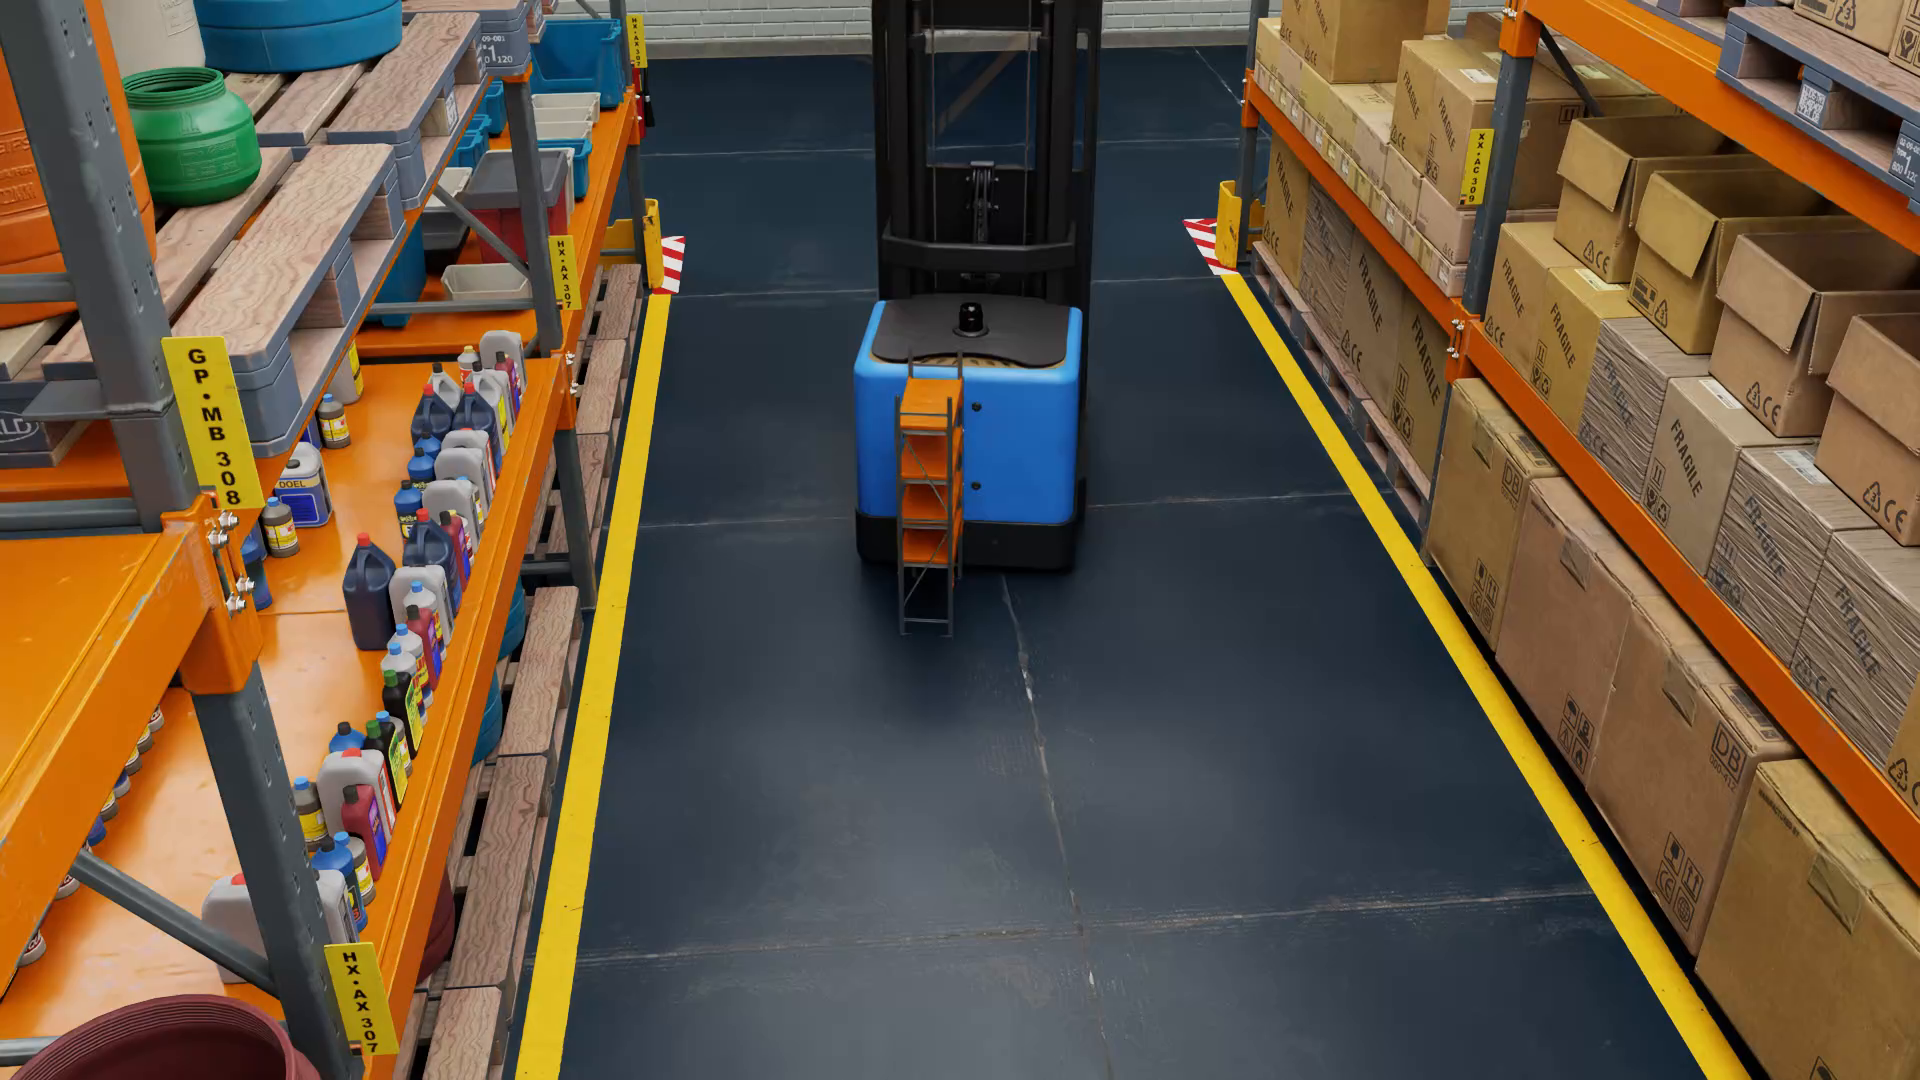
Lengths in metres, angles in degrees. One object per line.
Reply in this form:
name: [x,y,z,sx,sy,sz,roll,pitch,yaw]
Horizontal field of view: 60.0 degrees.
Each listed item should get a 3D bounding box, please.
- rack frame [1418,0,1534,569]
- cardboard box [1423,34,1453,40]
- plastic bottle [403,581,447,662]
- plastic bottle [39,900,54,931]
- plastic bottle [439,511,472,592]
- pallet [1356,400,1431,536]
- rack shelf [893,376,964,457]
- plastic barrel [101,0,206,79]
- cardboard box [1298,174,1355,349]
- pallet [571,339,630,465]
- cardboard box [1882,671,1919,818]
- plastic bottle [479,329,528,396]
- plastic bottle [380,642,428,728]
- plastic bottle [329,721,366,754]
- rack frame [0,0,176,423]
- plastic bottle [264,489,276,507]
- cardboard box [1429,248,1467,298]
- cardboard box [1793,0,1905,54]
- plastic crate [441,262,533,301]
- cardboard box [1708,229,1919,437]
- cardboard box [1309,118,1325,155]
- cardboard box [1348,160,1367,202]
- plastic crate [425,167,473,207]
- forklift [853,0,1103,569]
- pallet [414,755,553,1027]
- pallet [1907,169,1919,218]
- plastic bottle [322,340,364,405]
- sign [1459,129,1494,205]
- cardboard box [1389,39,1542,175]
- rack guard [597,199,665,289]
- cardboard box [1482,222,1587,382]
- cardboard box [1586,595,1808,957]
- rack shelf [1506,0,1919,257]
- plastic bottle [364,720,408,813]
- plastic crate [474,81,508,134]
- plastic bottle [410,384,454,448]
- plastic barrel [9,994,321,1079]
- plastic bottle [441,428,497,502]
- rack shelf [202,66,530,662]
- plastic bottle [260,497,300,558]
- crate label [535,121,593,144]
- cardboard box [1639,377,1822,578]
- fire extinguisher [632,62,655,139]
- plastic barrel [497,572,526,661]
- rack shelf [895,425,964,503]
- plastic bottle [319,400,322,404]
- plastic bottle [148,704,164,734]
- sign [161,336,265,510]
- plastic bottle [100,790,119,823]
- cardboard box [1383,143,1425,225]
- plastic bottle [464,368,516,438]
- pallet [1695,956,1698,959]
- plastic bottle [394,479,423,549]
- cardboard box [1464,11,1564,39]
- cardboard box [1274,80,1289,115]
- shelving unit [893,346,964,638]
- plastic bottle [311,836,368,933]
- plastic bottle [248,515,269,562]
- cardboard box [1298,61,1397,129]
rack frame: [2.742,-1.202,7.337,1.000,3.000,0.127,-3,31,-5]
cardboard box: [2.725,-2.814,9.892,0.500,0.250,0.500,-3,31,-5]
plastic bottle: [-1.625,0.246,5.038,0.097,0.271,0.097,0,31,0]
plastic bottle: [-2.299,0.824,4.060,0.061,0.283,0.133,-3,31,-5]
plastic bottle: [-1.648,0.018,5.408,0.061,0.283,0.133,-3,31,-5]
pallet: [2.749,-0.397,8.709,1.003,0.211,1.213,-3,31,-5]
rack shelf: [-0.131,-0.543,7.223,0.258,0.148,0.480,3,31,4]
plastic barrel: [-2.131,-1.347,4.112,0.433,0.535,0.433,0,31,0]
cardboard box: [2.593,-1.725,9.875,0.875,0.875,0.875,-3,31,-5]
pallet: [-2.413,-0.765,9.326,1.003,0.211,1.213,-3,31,-5]
cardboard box: [2.823,0.557,4.294,0.500,0.500,0.500,-2,31,-3]
plastic bottle: [-1.830,-0.726,6.661,0.152,0.276,0.135,-3,31,-5]
plastic bottle: [-1.595,0.414,4.758,0.097,0.271,0.097,0,31,0]
plastic bottle: [-1.621,0.603,4.442,0.097,0.271,0.097,0,31,0]
rack frame: [-1.815,-1.498,1.983,1.000,3.000,0.127,-3,31,-5]
plastic bottle: [-2.439,-0.184,5.754,0.152,0.276,0.135,-3,31,-5]
cardboard box: [2.388,-1.234,7.636,0.380,0.149,0.250,-3,31,-4]
cardboard box: [2.904,-1.714,4.759,0.797,0.503,0.637,-3,31,-5]
plastic crate: [-2.090,-1.122,7.401,0.396,0.136,0.243,-3,31,-5]
cardboard box: [2.936,-0.682,5.391,0.797,0.503,0.637,-2,31,-3]
cardboard box: [2.196,-2.283,9.392,0.380,0.149,0.250,-3,31,-5]
cardboard box: [2.267,-1.890,8.734,0.380,0.149,0.250,-3,31,-5]
plastic crate: [-2.651,-1.752,8.456,0.293,0.136,0.466,-3,31,-5]
forklift: [0.148,-1.853,8.494,1.130,2.935,3.031,3,31,4]
pallet: [-2.041,1.253,5.947,1.003,0.211,1.213,-3,31,-5]
pallet: [3.003,-0.693,3.743,1.213,0.211,1.003,-1,31,-2]
plastic bottle: [-2.475,-0.728,6.591,0.144,0.351,0.185,-3,31,-5]
sign: [2.190,-1.580,7.049,0.100,0.325,0.005,-3,31,-5]
cardboard box: [2.390,-2.065,7.907,0.500,0.500,0.500,-2,31,-4]
rack guard: [-2.578,-1.945,11.019,1.175,0.500,0.348,-3,31,-5]
cardboard box: [2.536,-0.998,6.898,0.500,0.500,0.500,-3,31,-4]
cardboard box: [2.997,0.763,5.709,1.225,0.875,0.875,-3,31,-4]
rack shelf: [2.929,-1.160,5.043,1.077,0.370,4.000,-3,31,-5]
plastic bottle: [-1.544,0.584,4.460,0.061,0.283,0.133,-3,31,-5]
plastic crate: [-2.806,-2.483,9.586,0.416,0.233,0.300,-3,31,-5]
plastic bottle: [-1.904,-0.389,6.024,0.144,0.351,0.185,-3,31,-5]
plastic barrel: [-1.470,1.242,3.114,0.600,0.536,0.708,-3,31,-5]
plastic bottle: [-1.749,-0.282,5.917,0.152,0.276,0.135,-3,31,-5]
rack shelf: [-2.002,-0.923,4.646,1.077,0.370,4.000,-3,31,-5]
plastic bottle: [-2.294,-0.049,5.601,0.097,0.201,0.097,0,31,0]
crate label: [-2.243,-2.222,9.244,0.396,0.136,0.243,-3,31,-5]
cardboard box: [2.684,-0.222,5.600,0.500,0.500,0.500,-2,31,-4]
fire extinguisher: [-2.124,-2.912,10.640,0.296,0.674,0.183,-3,31,-5]
plastic barrel: [-2.155,0.034,6.904,0.600,0.901,0.708,-3,31,-5]
rack shelf: [-0.131,-0.340,7.345,0.258,0.148,0.480,3,31,4]
plastic bottle: [-2.567,-0.639,6.508,0.061,0.283,0.133,-3,31,-5]
plastic bottle: [-2.356,0.451,4.763,0.097,0.201,0.097,0,31,0]
sign: [-1.268,-0.195,2.829,0.100,0.325,0.005,-3,31,-5]
plastic bottle: [-2.319,0.650,4.430,0.097,0.201,0.097,0,31,0]
cardboard box: [2.389,-1.742,8.098,0.500,0.250,0.500,-2,31,-3]
plastic bottle: [-1.796,-0.539,6.348,0.152,0.276,0.135,-3,31,-5]
pallet: [3.117,1.631,5.313,1.003,0.211,1.213,-3,31,-5]
plastic bottle: [-1.837,-0.077,5.579,0.097,0.271,0.097,0,31,0]
cardboard box: [2.861,-2.361,8.403,0.500,0.500,0.500,-4,31,-6]
cardboard box: [2.123,-2.678,10.053,0.380,0.149,0.250,-3,31,-6]
shelving unit: [-0.131,-0.206,7.425,0.258,1.200,0.503,3,31,4]
plastic bottle: [-1.517,0.836,4.051,0.097,0.271,0.097,0,31,0]
plastic bottle: [-2.417,-0.066,5.556,0.152,0.276,0.135,-3,31,-5]
cardboard box: [2.243,-2.528,9.413,0.500,0.250,0.500,-4,31,-6]
